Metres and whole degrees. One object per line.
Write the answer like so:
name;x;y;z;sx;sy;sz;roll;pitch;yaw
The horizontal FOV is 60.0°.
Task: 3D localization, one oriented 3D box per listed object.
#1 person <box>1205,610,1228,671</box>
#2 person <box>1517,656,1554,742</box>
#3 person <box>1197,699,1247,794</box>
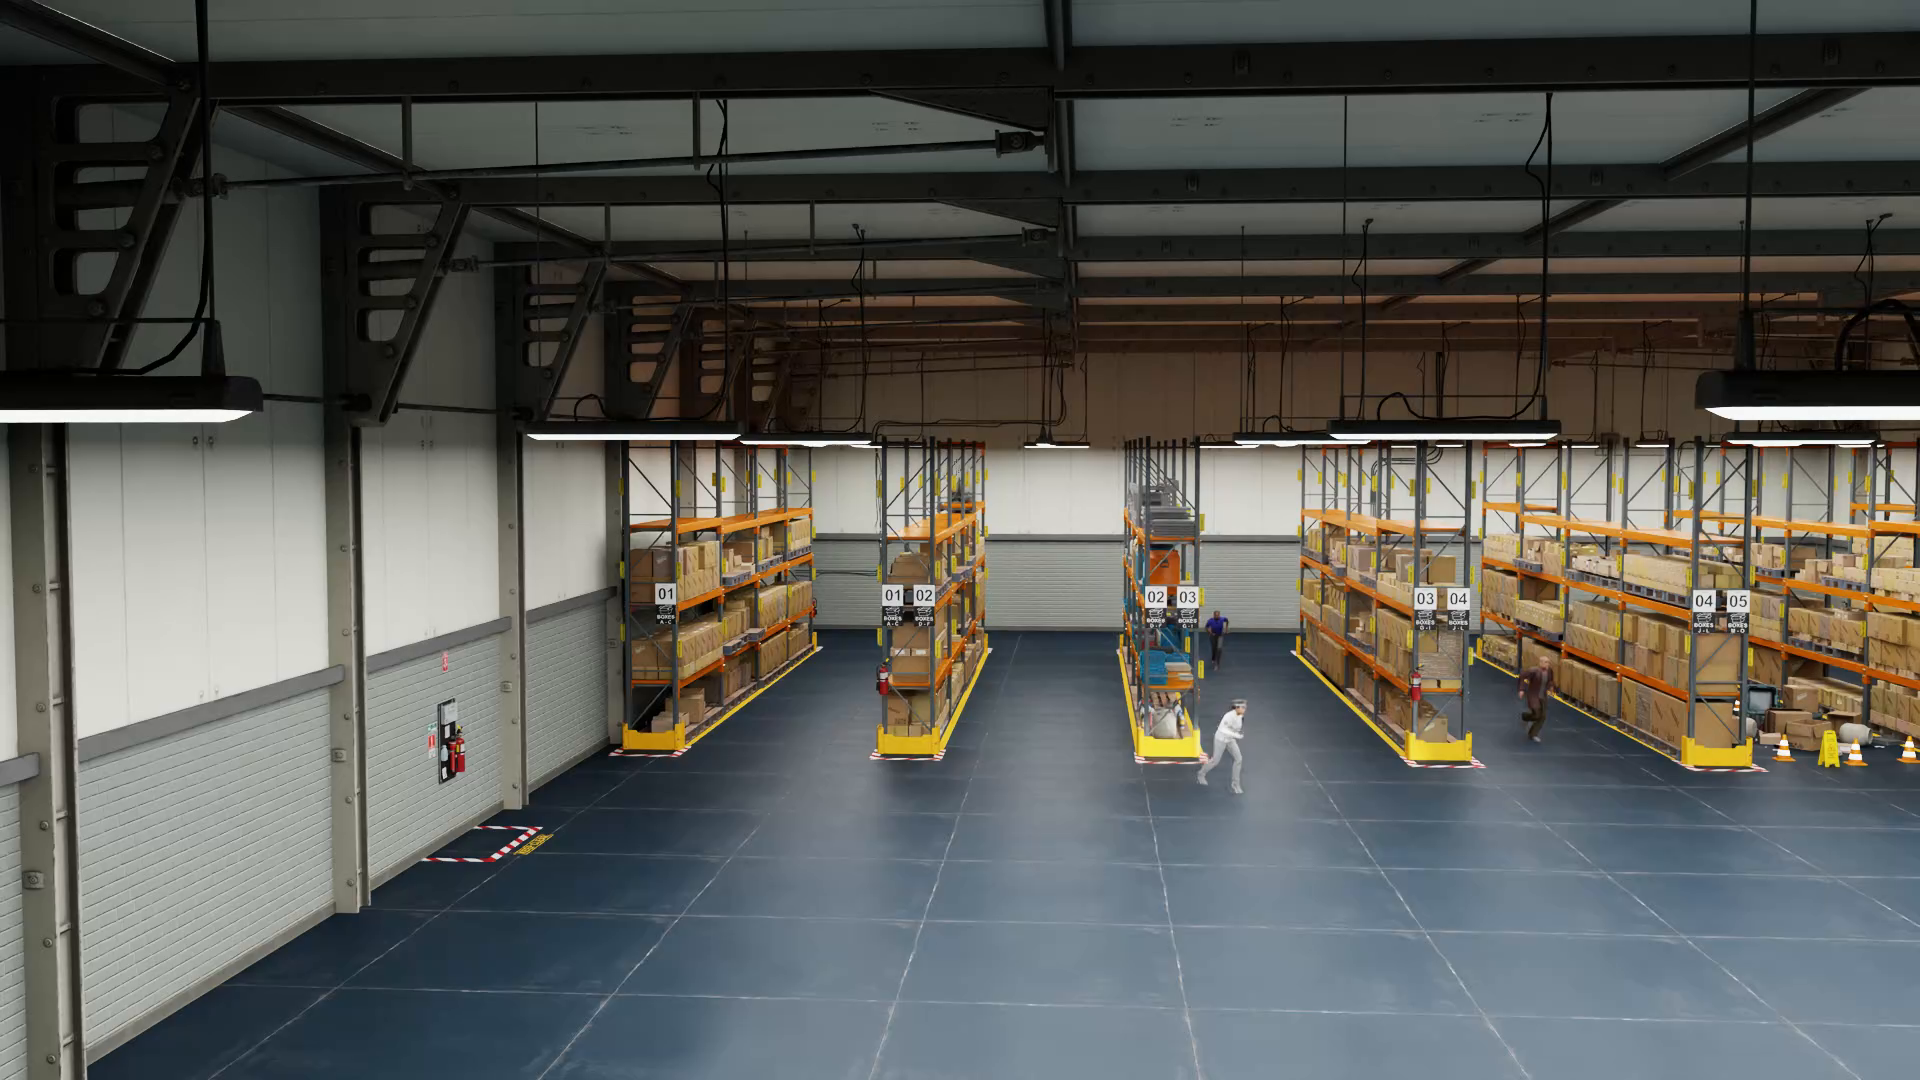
person;6.751;2.619;43.833;0.615;1.617;0.965;0;3;2
person;11.393;3.128;32.883;0.700;1.710;0.793;-1;3;-21
person;4.427;3.456;28.084;0.961;1.624;0.658;3;4;41
